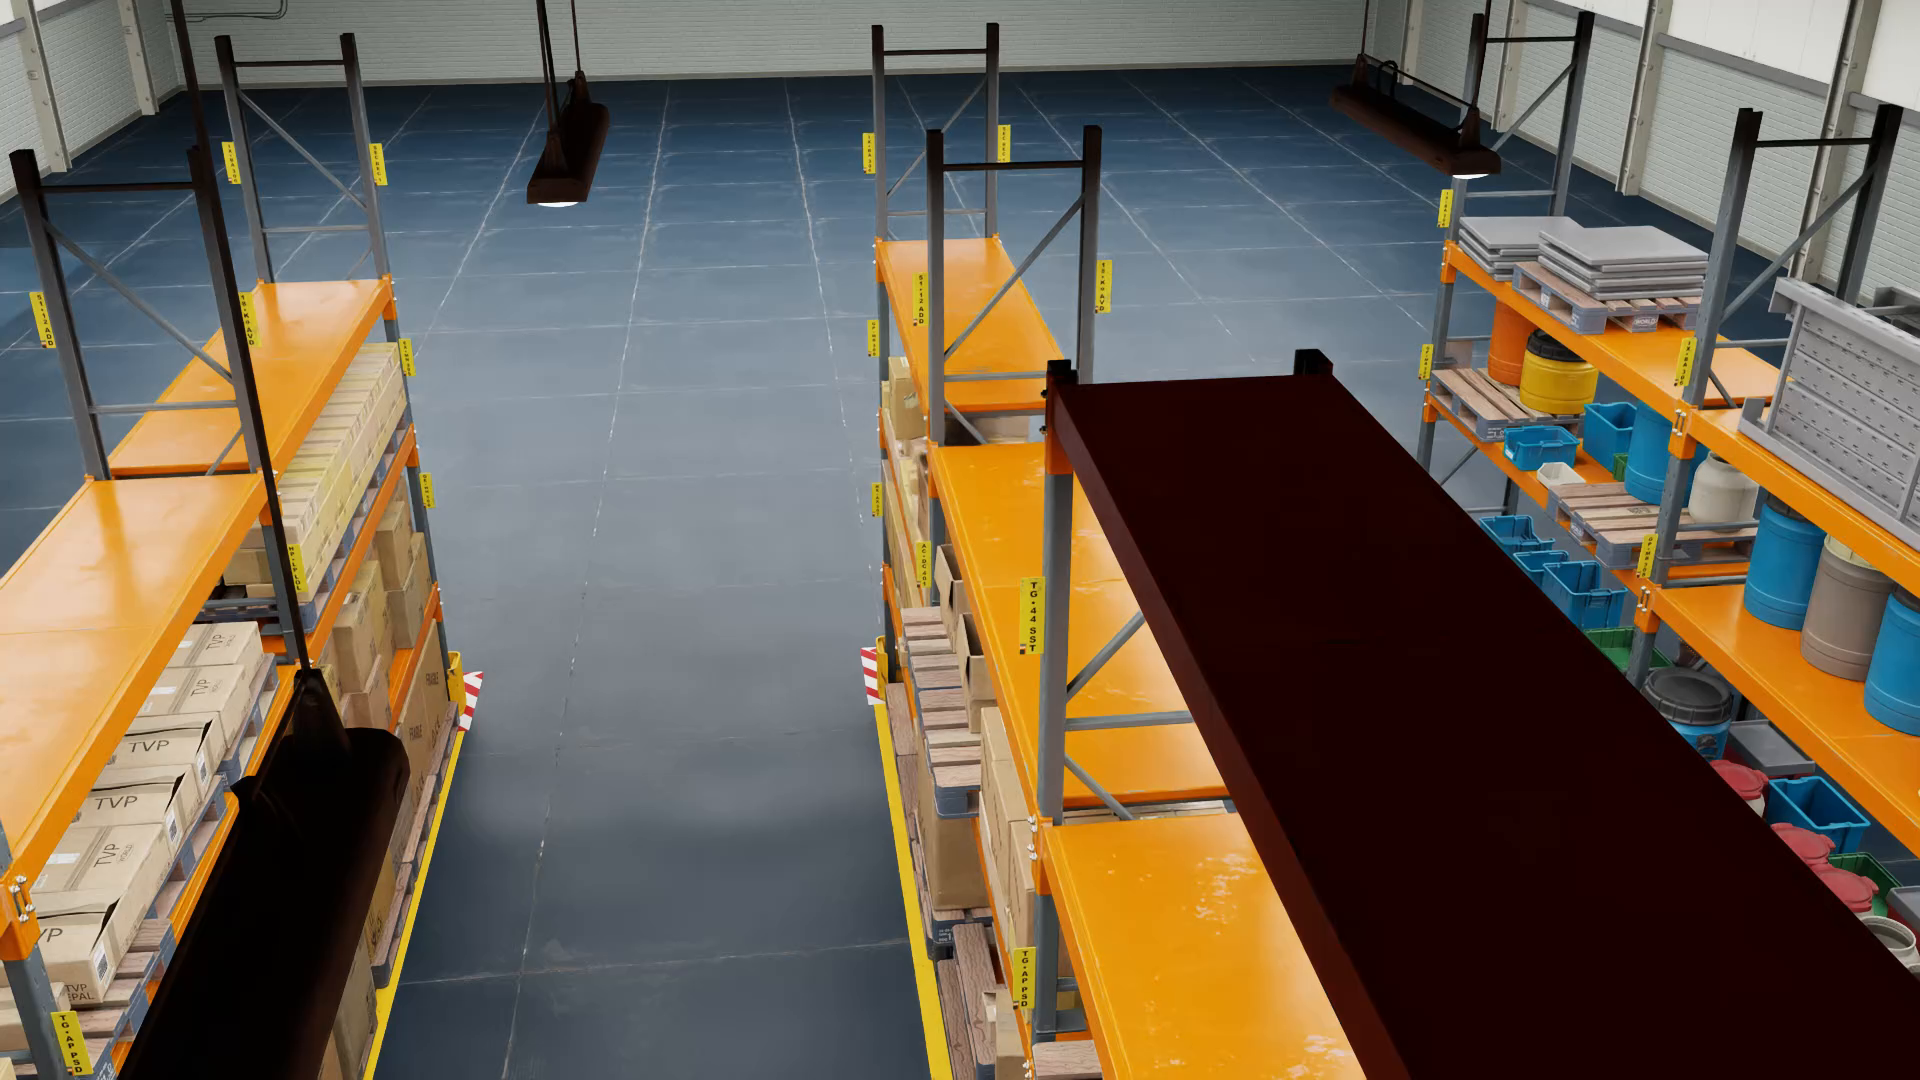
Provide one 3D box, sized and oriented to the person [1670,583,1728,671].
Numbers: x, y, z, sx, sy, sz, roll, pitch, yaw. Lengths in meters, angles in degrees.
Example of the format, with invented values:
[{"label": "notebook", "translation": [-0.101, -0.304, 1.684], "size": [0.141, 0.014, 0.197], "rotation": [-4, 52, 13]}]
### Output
[{"label": "person", "translation": [6.800, 0.577, 15.348], "size": [0.544, 1.745, 0.675], "rotation": [2, 26, 4]}]
